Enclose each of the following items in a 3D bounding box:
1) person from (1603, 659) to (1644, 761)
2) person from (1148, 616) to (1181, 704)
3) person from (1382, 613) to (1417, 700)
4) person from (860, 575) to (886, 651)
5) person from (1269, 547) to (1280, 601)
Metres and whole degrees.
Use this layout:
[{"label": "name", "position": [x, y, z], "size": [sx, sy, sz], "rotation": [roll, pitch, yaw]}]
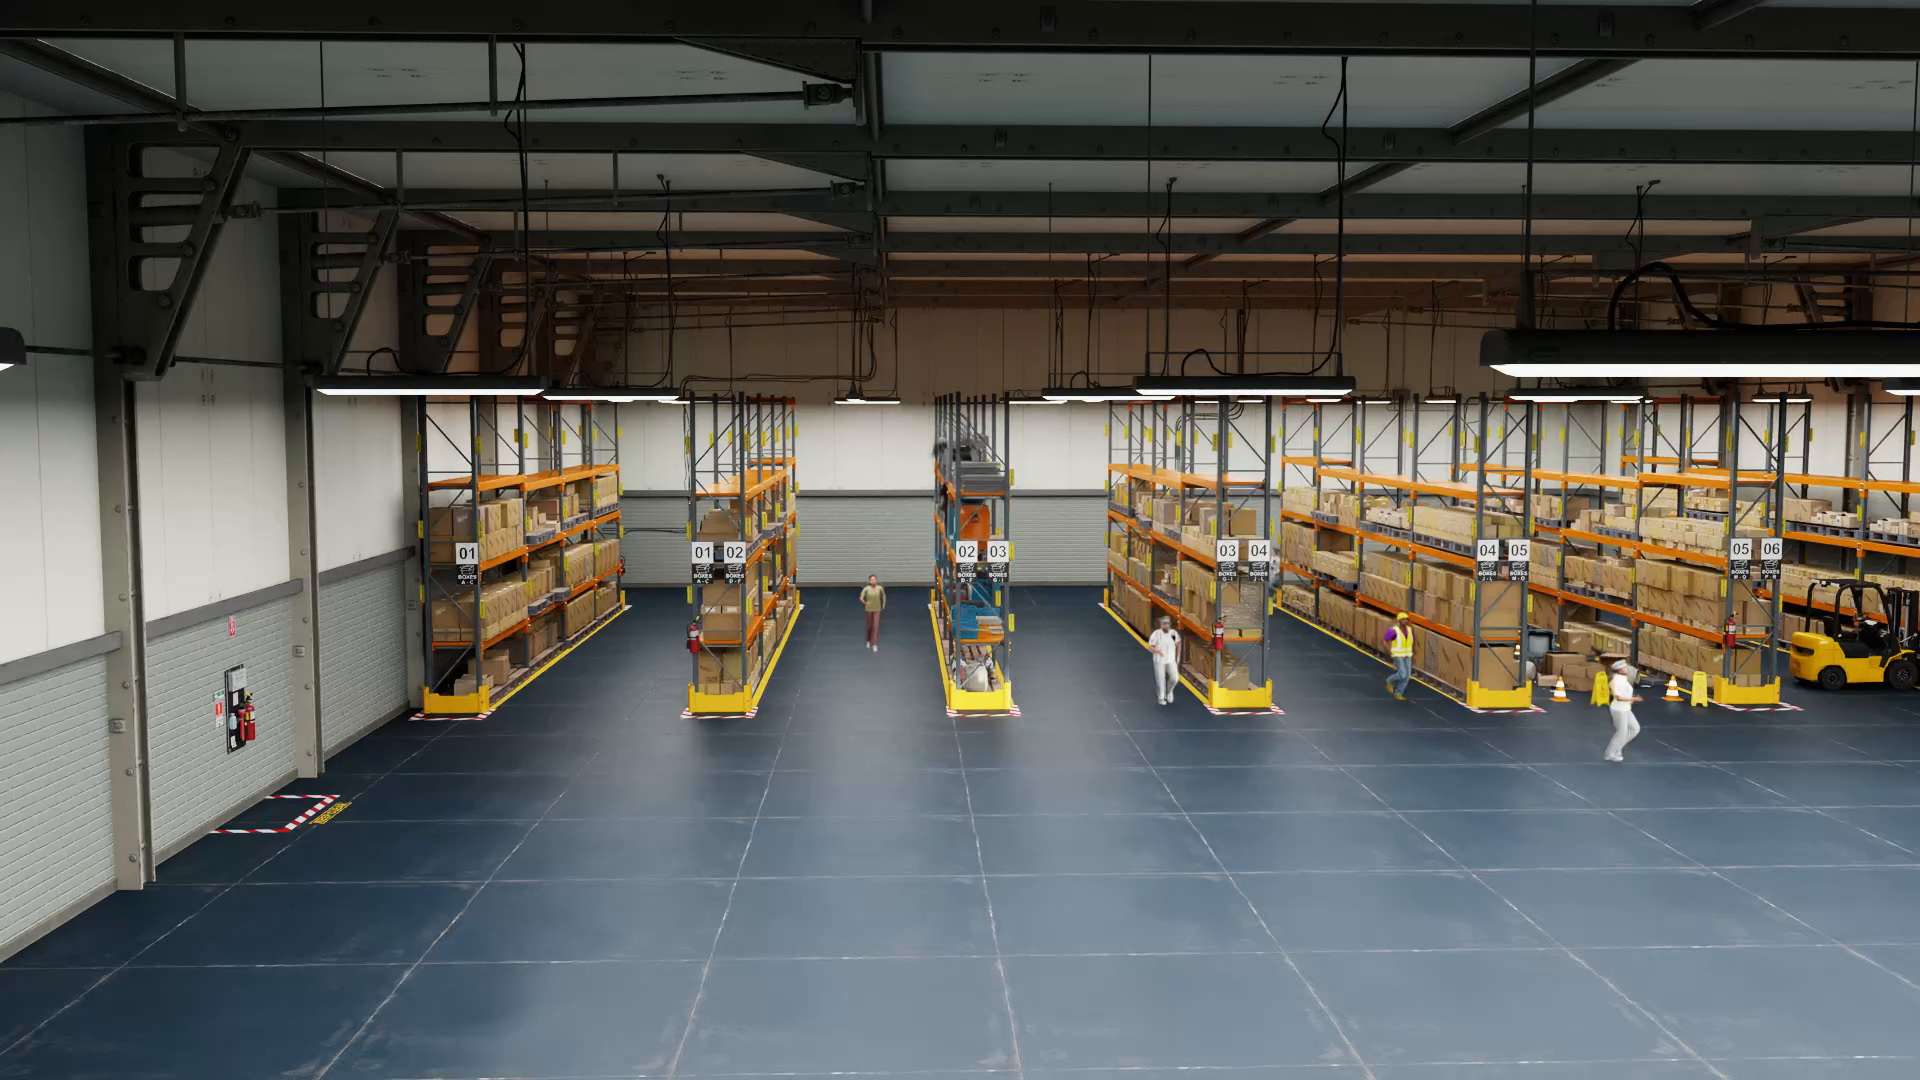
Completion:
[{"label": "person", "position": [10.698, 2.742, 26.752], "size": [0.599, 1.681, 0.561], "rotation": [3, 5, 30]}, {"label": "person", "position": [3.951, 2.306, 31.883], "size": [0.676, 1.730, 0.701], "rotation": [0, 5, -5]}, {"label": "person", "position": [8.622, 2.268, 32.448], "size": [0.685, 1.714, 0.577], "rotation": [-2, 5, -20]}, {"label": "person", "position": [-1.945, 1.619, 37.307], "size": [0.600, 1.680, 0.765], "rotation": [-1, 5, -10]}, {"label": "person", "position": [9.218, 1.009, 48.908], "size": [0.528, 1.614, 0.640], "rotation": [-1, 5, -7]}]
